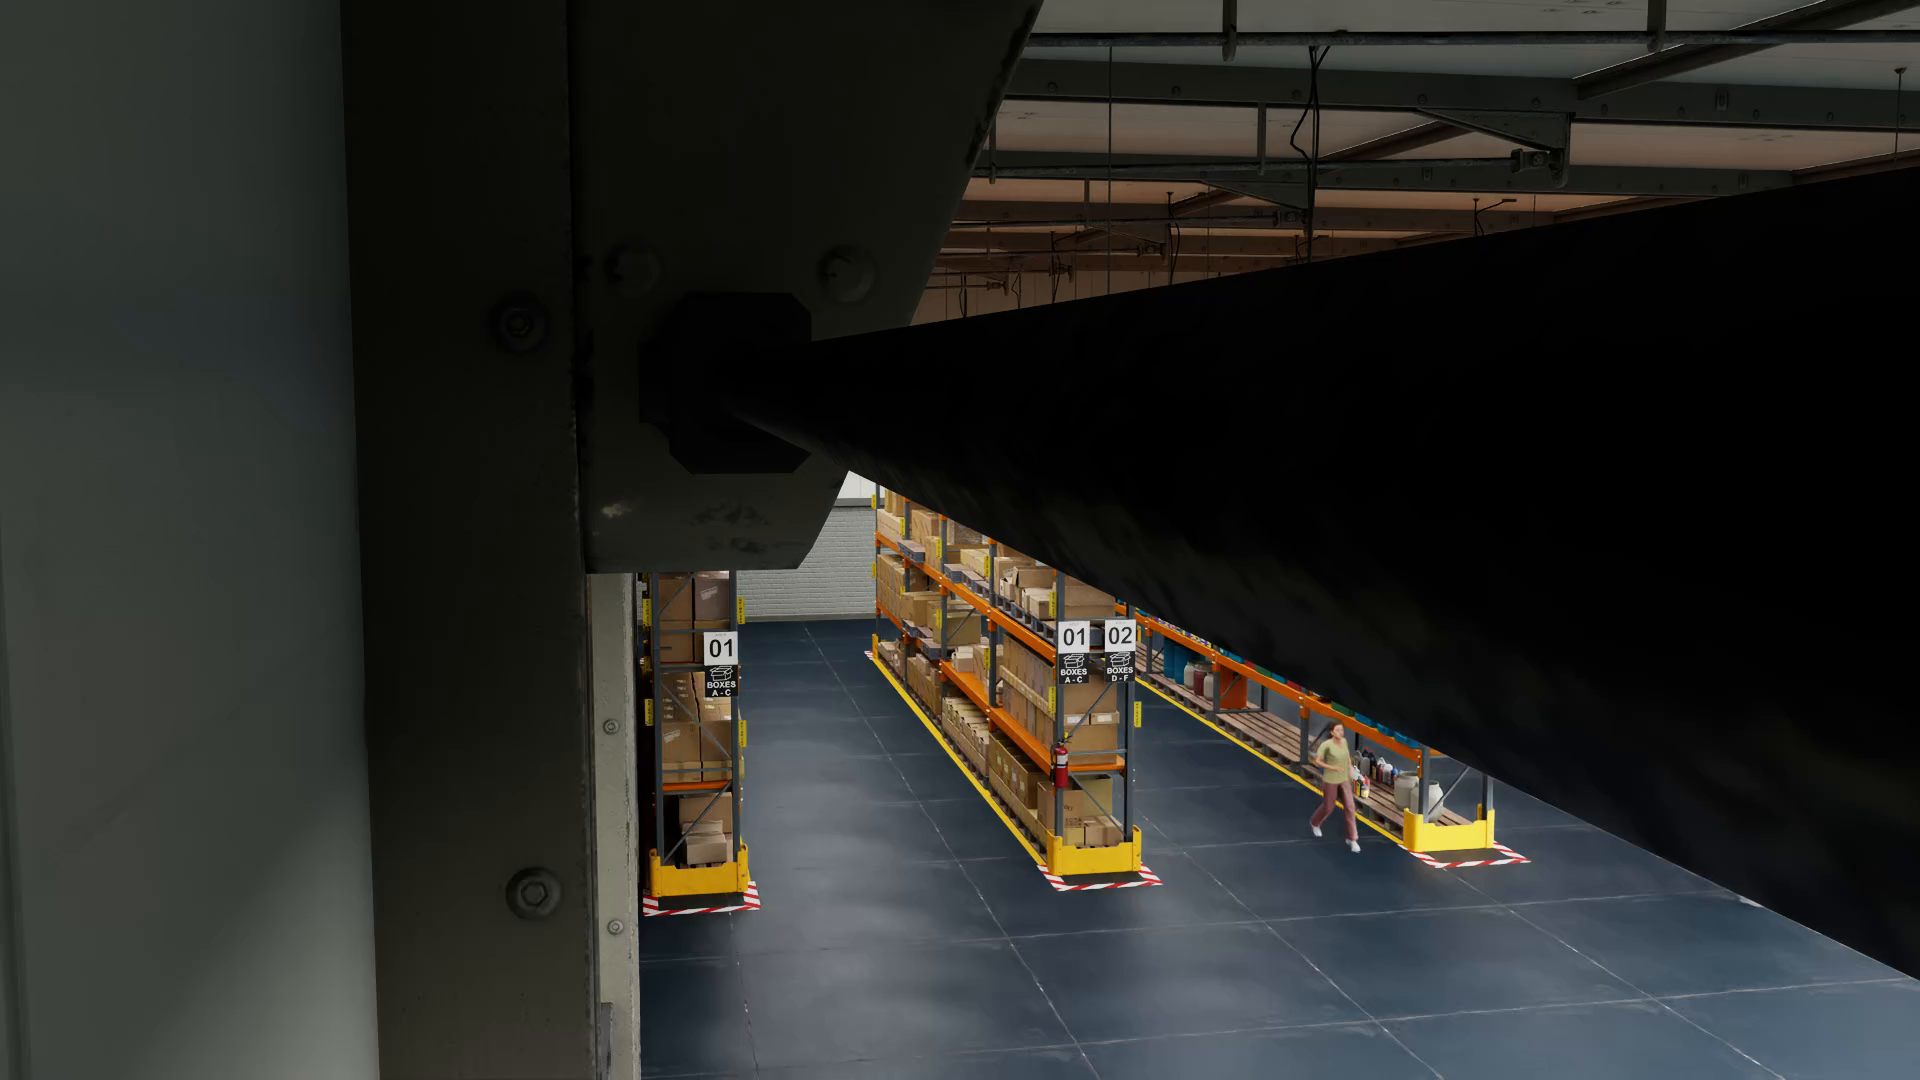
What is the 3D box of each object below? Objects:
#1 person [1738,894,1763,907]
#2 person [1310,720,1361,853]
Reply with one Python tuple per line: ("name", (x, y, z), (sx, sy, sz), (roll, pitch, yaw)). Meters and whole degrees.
("person", (9.351, 3.457, 19.693), (0.540, 1.739, 0.663), (2, 6, 22))
("person", (4.972, 3.228, 22.106), (0.612, 1.700, 0.892), (-2, 6, -21))
